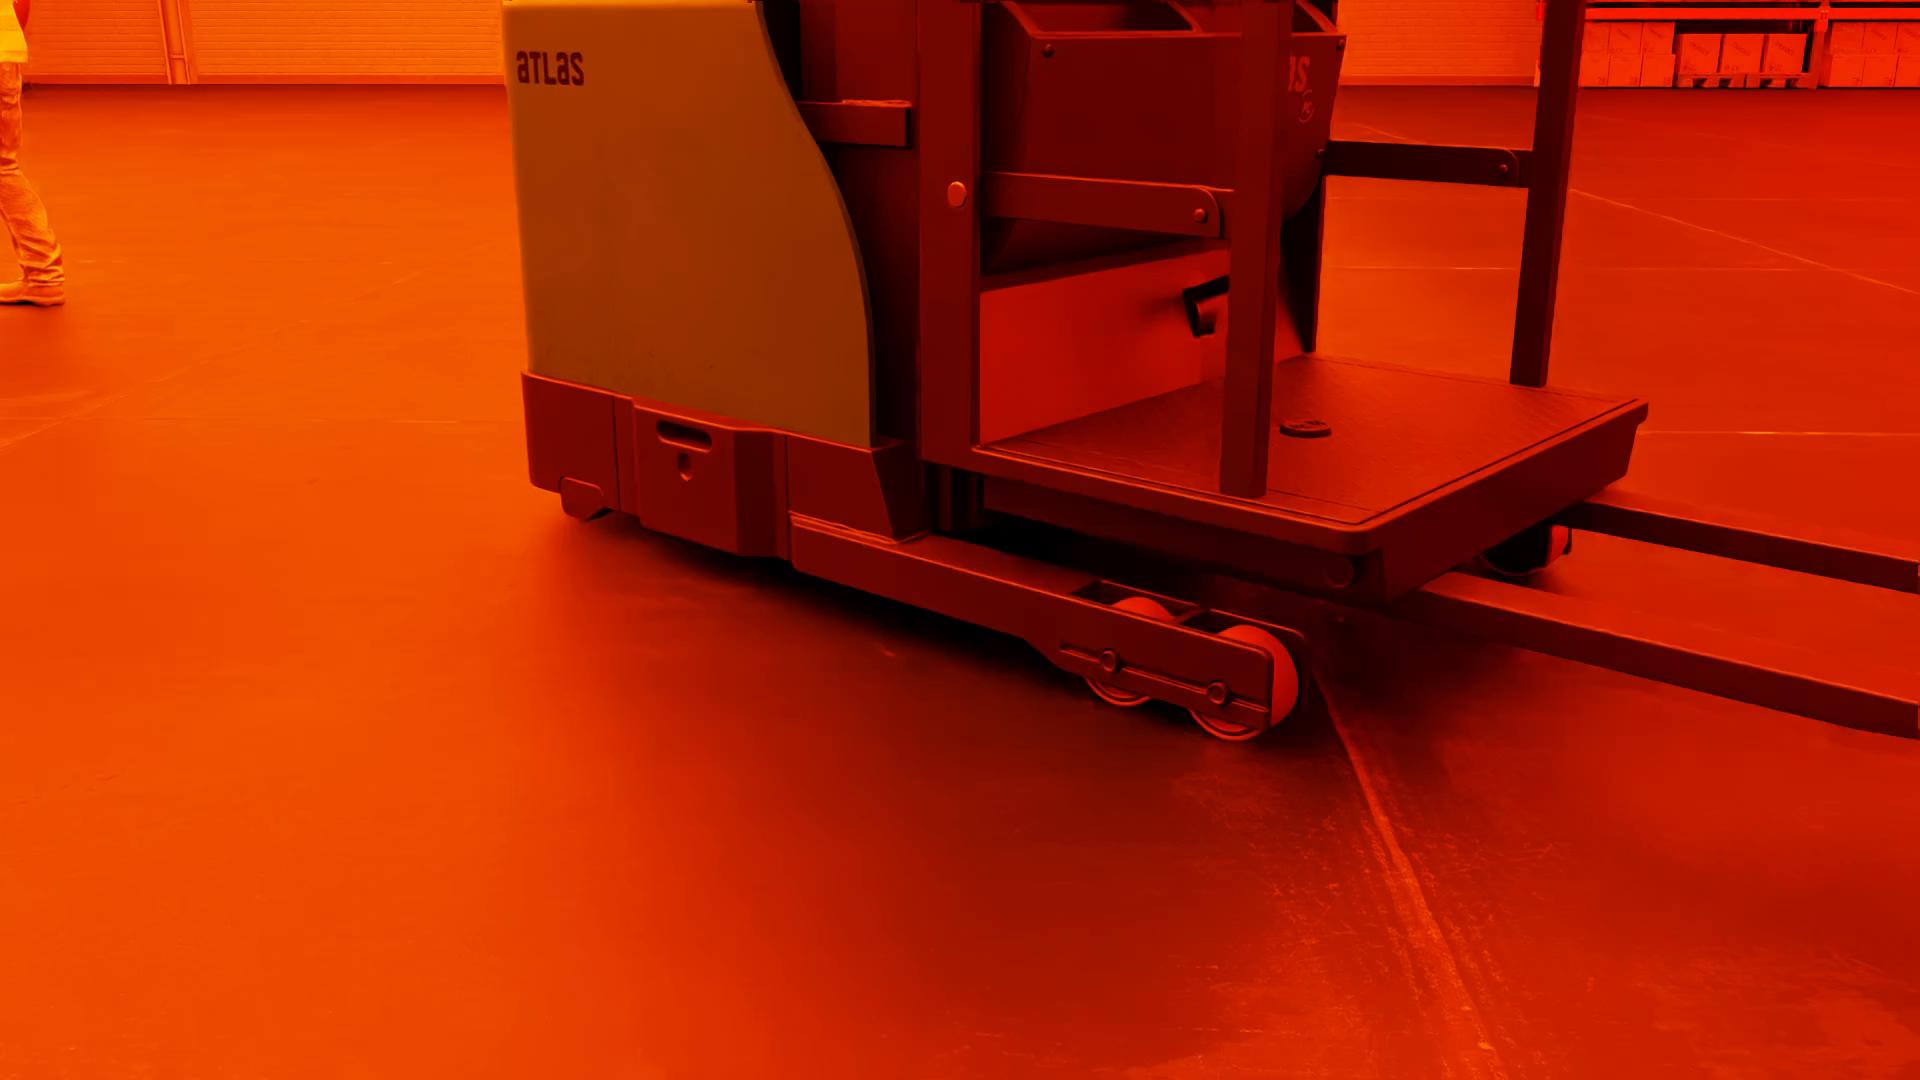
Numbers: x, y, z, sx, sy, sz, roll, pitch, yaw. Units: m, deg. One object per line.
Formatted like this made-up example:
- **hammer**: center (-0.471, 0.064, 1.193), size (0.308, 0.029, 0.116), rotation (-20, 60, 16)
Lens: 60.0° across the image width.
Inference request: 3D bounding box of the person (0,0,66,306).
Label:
- **person**: center (-3.608, -1.685, 5.936), size (0.503, 1.827, 0.659), rotation (4, 18, 11)

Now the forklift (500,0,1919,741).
- **forklift**: center (0.525, -1.282, 2.559), size (3.031, 2.935, 1.130), rotation (14, 22, 39)
